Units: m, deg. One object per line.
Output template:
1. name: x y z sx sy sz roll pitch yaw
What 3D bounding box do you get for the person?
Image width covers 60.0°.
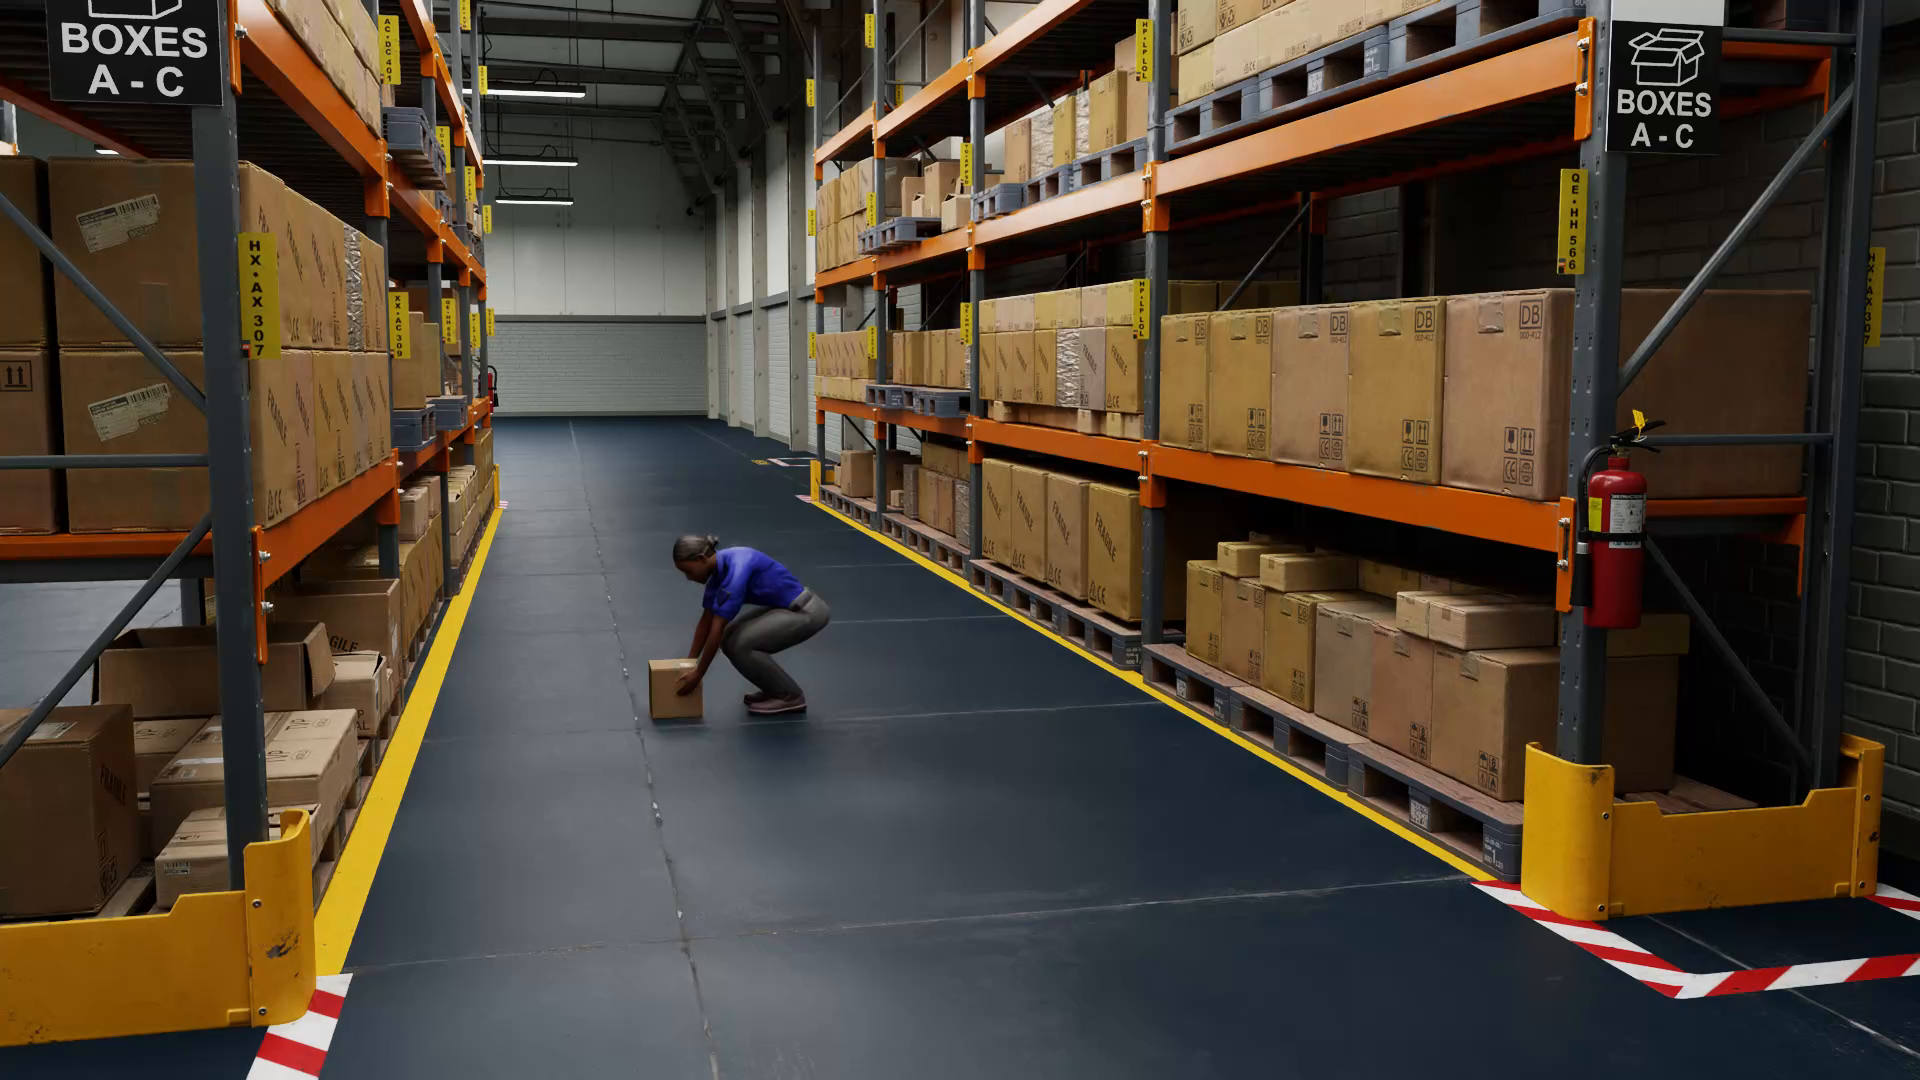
1. person: -1.100 0.483 8.400 0.872 0.793 0.471 -2 6 -16
